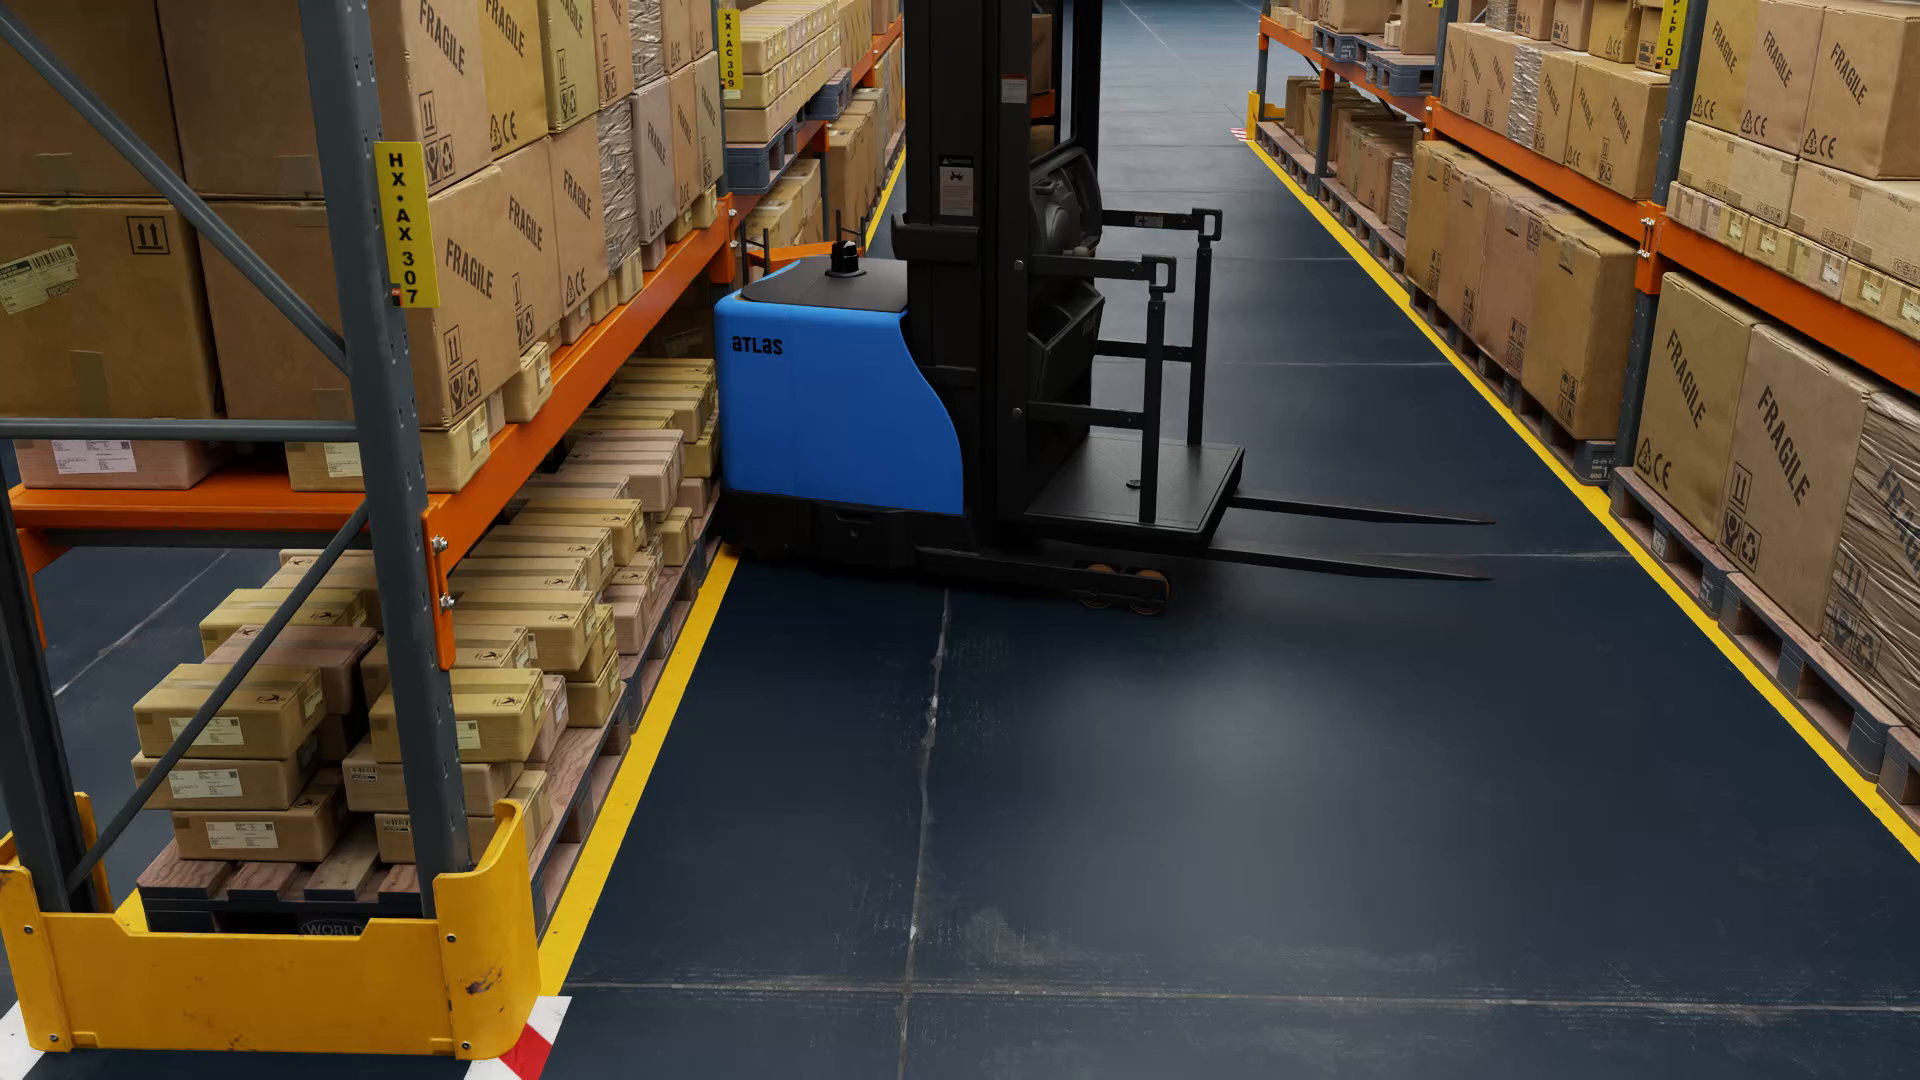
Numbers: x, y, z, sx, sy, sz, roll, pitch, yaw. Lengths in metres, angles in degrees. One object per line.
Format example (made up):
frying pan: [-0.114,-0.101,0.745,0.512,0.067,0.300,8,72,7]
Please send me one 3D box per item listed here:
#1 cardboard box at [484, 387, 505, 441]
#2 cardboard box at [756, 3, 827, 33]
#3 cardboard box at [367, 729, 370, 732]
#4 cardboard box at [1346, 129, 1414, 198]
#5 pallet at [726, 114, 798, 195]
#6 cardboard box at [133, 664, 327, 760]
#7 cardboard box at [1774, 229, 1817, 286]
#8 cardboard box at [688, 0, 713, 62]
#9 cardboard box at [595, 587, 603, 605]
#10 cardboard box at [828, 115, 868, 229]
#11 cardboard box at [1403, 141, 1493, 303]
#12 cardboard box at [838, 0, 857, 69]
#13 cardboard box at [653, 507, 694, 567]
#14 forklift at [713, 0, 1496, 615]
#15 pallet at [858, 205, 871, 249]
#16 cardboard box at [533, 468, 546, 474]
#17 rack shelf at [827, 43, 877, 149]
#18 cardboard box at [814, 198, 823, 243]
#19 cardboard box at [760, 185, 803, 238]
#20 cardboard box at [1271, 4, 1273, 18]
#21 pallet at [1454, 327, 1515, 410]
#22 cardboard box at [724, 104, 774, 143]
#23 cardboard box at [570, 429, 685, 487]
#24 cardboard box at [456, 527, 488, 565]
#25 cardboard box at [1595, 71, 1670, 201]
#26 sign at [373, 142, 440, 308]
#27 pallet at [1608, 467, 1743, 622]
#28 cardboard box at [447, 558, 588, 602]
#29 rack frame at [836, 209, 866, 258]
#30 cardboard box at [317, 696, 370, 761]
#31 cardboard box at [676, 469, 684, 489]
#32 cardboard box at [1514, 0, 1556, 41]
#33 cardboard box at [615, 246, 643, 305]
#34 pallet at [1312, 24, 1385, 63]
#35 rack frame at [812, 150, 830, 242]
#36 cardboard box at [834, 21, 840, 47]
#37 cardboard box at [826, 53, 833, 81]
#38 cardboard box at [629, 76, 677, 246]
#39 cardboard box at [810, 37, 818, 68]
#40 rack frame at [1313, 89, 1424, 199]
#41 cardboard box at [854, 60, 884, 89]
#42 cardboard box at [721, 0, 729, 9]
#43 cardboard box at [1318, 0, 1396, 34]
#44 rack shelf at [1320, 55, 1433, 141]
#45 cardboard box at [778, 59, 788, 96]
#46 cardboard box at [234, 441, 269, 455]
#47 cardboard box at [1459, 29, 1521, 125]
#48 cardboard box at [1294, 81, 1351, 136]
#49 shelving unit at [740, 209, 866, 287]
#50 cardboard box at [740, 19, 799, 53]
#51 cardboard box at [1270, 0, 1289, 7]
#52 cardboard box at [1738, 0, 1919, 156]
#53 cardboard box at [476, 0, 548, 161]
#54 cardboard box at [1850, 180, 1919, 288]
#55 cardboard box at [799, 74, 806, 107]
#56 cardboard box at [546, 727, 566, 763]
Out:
cardboard box: [-1.333,-0.310,4.029,0.380,0.149,0.250,1,21,4]
cardboard box: [-0.972,-3.006,9.573,0.380,0.149,0.250,1,21,3]
cardboard box: [-1.828,0.531,4.875,0.380,0.149,0.250,1,21,1]
cardboard box: [3.610,-3.115,13.757,0.700,0.500,0.500,1,21,1]
pallet: [-1.346,-1.853,7.923,1.003,0.211,1.213,1,21,2]
cardboard box: [-1.874,0.440,4.285,0.380,0.149,0.250,1,21,2]
cardboard box: [3.069,-0.978,5.751,0.380,0.149,0.250,0,21,1]
cardboard box: [-1.259,-2.146,6.482,0.500,0.500,0.500,0,21,0]
cardboard box: [-1.351,0.210,5.290,0.380,0.149,0.250,0,21,-1]
cardboard box: [-1.262,-2.796,12.618,1.050,0.750,0.750,1,21,2]
cardboard box: [3.520,-1.979,10.339,1.225,0.875,0.875,0,21,-1]
cardboard box: [-1.064,-3.866,12.708,0.500,0.500,0.500,0,21,1]
cardboard box: [-1.218,-0.015,6.280,0.380,0.149,0.250,1,21,2]
forklift: [0.596,-1.298,6.322,3.031,2.935,1.130,7,22,16]
pallet: [-1.254,-2.538,13.279,1.003,0.211,1.213,1,21,2]
cardboard box: [-1.778,-0.168,6.264,0.380,0.149,0.250,2,21,4]
rack shelf: [-1.332,-3.502,12.902,1.077,0.370,4.000,1,21,2]
cardboard box: [-1.152,-1.904,10.663,0.500,0.500,0.500,1,21,1]
cardboard box: [-1.188,-1.878,9.559,0.500,0.250,0.500,1,21,3]
cardboard box: [3.558,-5.698,17.914,0.380,0.149,0.250,1,21,2]
pallet: [3.422,-0.999,9.311,1.003,0.211,1.213,1,21,2]
cardboard box: [-1.043,-1.884,7.504,0.380,0.149,0.250,0,21,-1]
cardboard box: [-1.236,-0.305,6.208,0.380,0.149,0.250,0,21,-1]
cardboard box: [-1.785,-0.030,5.497,0.380,0.149,0.250,0,21,0]
cardboard box: [3.181,-1.795,7.371,0.500,0.500,0.500,1,21,2]
sign: [-1.094,-0.619,3.281,0.100,0.325,0.005,1,21,2]
pallet: [3.338,-0.002,6.743,1.003,0.211,1.213,1,21,2]
cardboard box: [-1.332,0.168,4.989,0.380,0.149,0.250,0,21,-1]
rack frame: [-0.496,-0.919,7.740,0.015,1.200,0.240,-14,25,-31]
cardboard box: [-1.844,0.485,4.581,0.380,0.149,0.250,0,21,0]
cardboard box: [-1.299,-0.271,6.530,0.380,0.149,0.250,1,21,2]
cardboard box: [3.500,-3.037,9.185,0.797,0.503,0.637,1,21,3]
cardboard box: [-1.265,-0.879,5.494,0.380,0.149,0.250,1,21,3]
pallet: [3.514,-4.105,13.727,1.003,0.211,1.213,1,21,2]
rack frame: [-1.393,-3.114,10.908,1.000,3.000,0.127,1,21,2]
cardboard box: [-0.953,-3.148,10.350,0.380,0.149,0.250,1,21,3]
cardboard box: [-0.965,-2.826,9.933,0.380,0.149,0.250,1,21,3]
cardboard box: [-1.281,-1.307,5.702,0.500,0.500,0.500,1,21,1]
cardboard box: [-0.990,-2.681,9.148,0.380,0.149,0.250,1,21,3]
rack frame: [3.683,-4.469,14.400,1.000,3.000,0.127,1,21,2]
cardboard box: [-1.182,-3.992,15.528,0.875,0.875,0.875,1,21,2]
cardboard box: [-1.606,-3.208,10.094,0.380,0.149,0.250,0,21,0]
cardboard box: [3.519,-4.659,13.479,1.000,1.000,1.000,1,21,2]
rack shelf: [3.622,-3.411,12.667,1.077,0.370,4.000,1,21,2]
cardboard box: [-1.030,-2.209,7.932,0.380,0.149,0.250,1,21,3]
cardboard box: [-1.864,-0.315,4.041,0.380,0.149,0.250,1,21,2]
cardboard box: [3.261,-2.710,9.729,0.500,0.500,0.500,0,21,0]
cardboard box: [3.785,-4.504,17.364,0.500,0.500,0.500,6,22,16]
shelving unit: [-0.698,-0.870,7.613,0.503,1.200,0.258,-14,25,-31]
cardboard box: [-1.013,-2.537,8.366,0.380,0.149,0.250,0,21,1]
cardboard box: [3.761,-5.902,17.544,0.875,0.500,0.500,1,21,2]
cardboard box: [3.147,-1.647,5.885,0.500,0.500,0.500,1,21,2]
cardboard box: [-1.349,-1.215,4.081,0.500,0.500,0.500,1,21,3]
cardboard box: [3.111,-0.933,5.083,0.500,0.250,0.500,1,21,2]
cardboard box: [-1.009,-2.356,8.721,0.380,0.149,0.250,0,21,1]
cardboard box: [-1.374,0.541,4.850,0.380,0.149,0.250,1,21,2]
